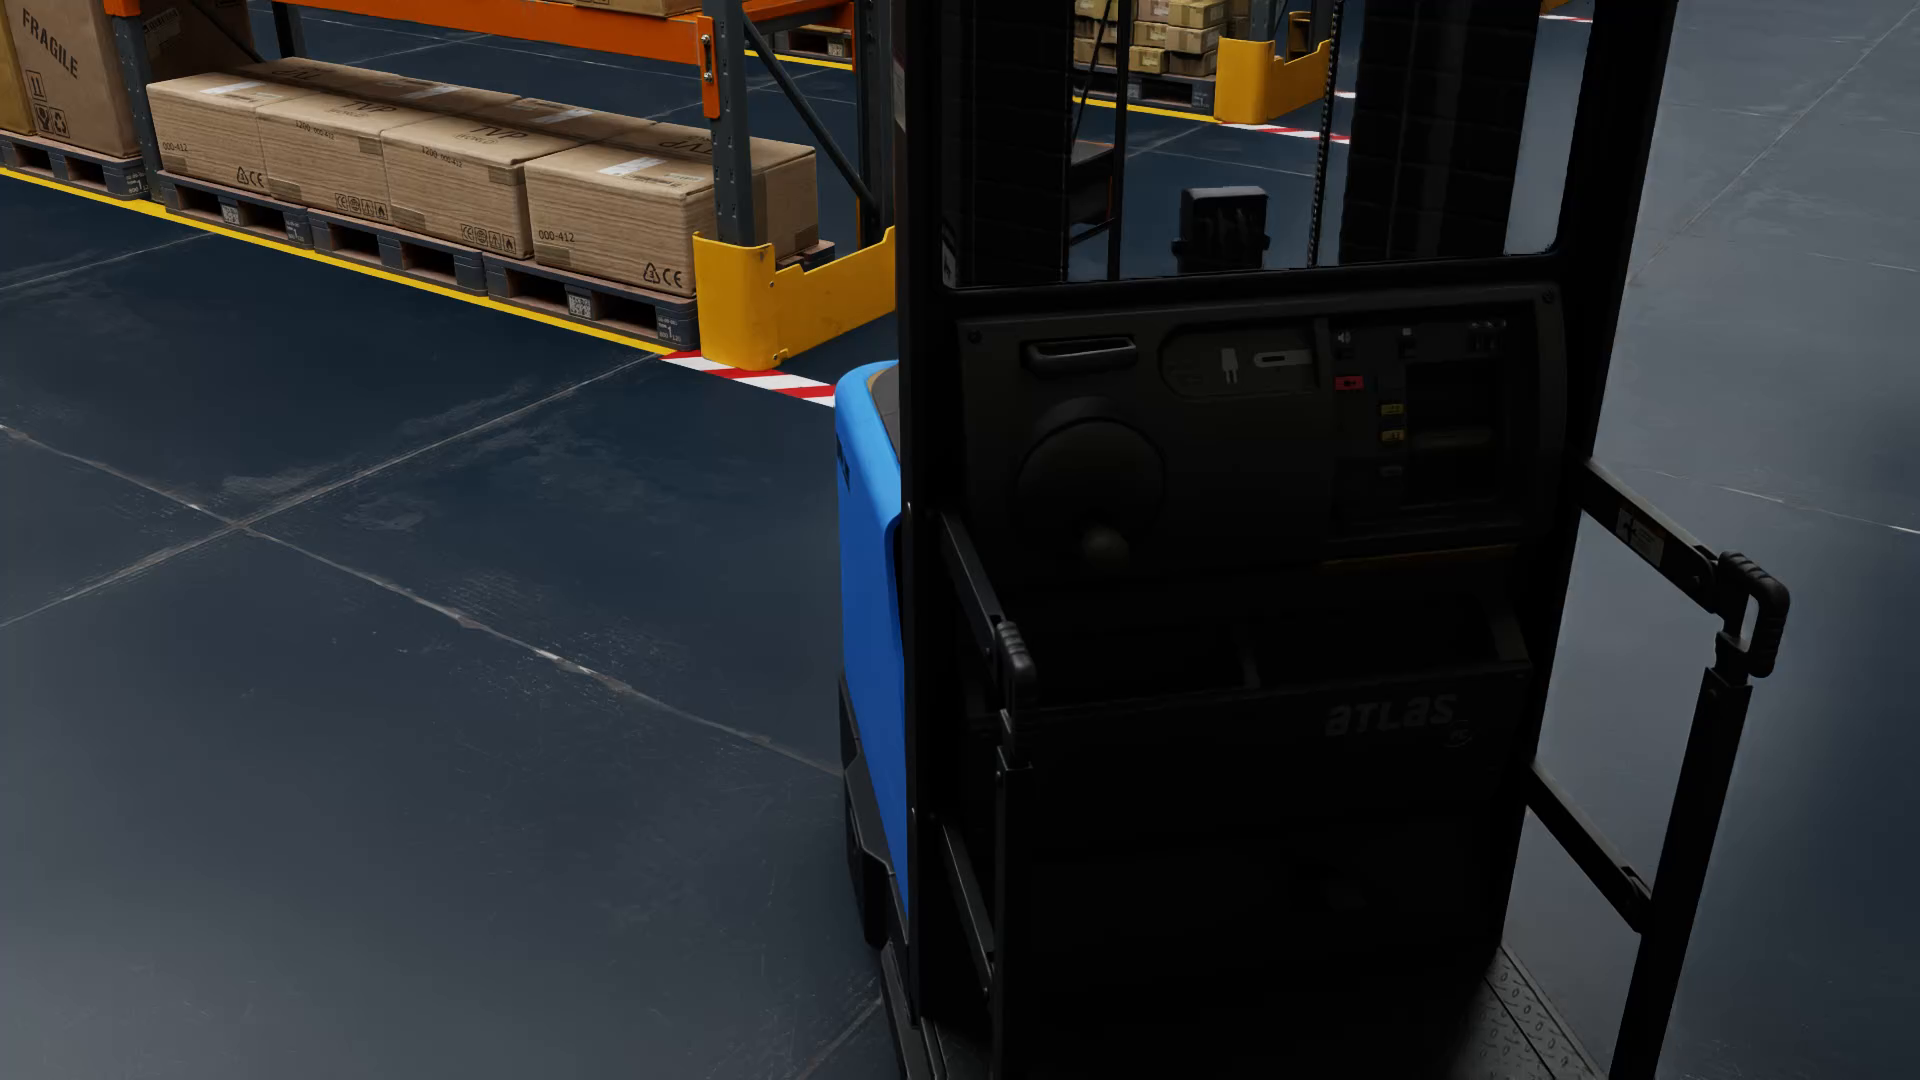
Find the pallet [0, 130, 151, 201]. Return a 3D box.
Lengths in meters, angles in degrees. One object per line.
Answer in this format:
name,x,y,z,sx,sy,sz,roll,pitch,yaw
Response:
pallet,-4.593,-2.212,9.364,1.213,0.211,1.003,17,32,30

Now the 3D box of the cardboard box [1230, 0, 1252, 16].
cardboard box,1.863,-3.577,10.997,0.250,0.149,0.380,16,31,28

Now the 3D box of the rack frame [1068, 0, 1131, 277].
rack frame,0.338,-0.831,4.567,0.015,2.100,0.400,17,32,30

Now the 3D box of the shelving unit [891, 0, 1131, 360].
shelving unit,0.136,-0.893,4.690,0.503,2.100,0.431,17,32,30

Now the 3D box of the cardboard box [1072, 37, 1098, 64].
cardboard box,0.901,-3.295,11.097,0.250,0.149,0.380,18,32,31

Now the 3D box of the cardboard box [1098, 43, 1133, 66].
cardboard box,1.112,-3.236,10.982,0.250,0.149,0.380,17,32,30

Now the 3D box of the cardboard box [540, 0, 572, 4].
cardboard box,-1.570,-2.462,6.670,0.500,0.500,0.500,17,31,29

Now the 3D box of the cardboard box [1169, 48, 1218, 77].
cardboard box,1.550,-3.108,10.730,0.250,0.149,0.380,18,32,31

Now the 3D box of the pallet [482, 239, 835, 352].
pallet,-1.321,-1.191,7.357,1.213,0.211,1.003,17,32,30

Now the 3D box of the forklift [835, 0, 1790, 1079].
forklift,0.501,-0.127,2.269,1.130,2.935,3.031,-5,27,-10

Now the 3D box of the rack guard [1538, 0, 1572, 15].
rack guard,5.013,-4.842,14.214,0.348,0.500,1.175,17,32,30

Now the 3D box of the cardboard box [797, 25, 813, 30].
cardboard box,-1.077,-3.864,12.216,0.250,0.149,0.380,16,31,28

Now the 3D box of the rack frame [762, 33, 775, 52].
rack frame,-1.195,-5.161,12.085,0.127,3.000,1.000,17,32,30

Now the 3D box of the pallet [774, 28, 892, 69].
pallet,-0.621,-3.759,12.404,1.213,0.211,1.003,17,32,30

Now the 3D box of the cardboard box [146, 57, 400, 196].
cardboard box,-3.458,-2.129,8.488,0.875,0.438,0.875,17,31,30

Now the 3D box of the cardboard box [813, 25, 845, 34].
cardboard box,-0.858,-3.796,12.082,0.250,0.149,0.380,18,32,32

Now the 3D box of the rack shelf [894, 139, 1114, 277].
rack shelf,0.136,-0.881,4.696,0.480,0.518,0.431,17,32,30

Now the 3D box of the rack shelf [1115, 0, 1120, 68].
rack shelf,0.136,-1.505,4.379,0.480,0.518,0.431,17,32,30

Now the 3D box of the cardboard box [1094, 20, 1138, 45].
cardboard box,1.076,-3.345,10.868,0.250,0.149,0.380,16,31,28

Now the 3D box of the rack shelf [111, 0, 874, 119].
rack shelf,-2.266,-2.451,7.551,4.000,0.370,1.077,17,32,30

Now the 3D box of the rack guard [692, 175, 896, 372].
rack guard,-0.597,-1.137,6.934,0.348,0.500,1.175,17,32,30

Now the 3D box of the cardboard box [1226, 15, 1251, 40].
cardboard box,1.816,-3.414,11.003,0.250,0.149,0.380,19,32,32

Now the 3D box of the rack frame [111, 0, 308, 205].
rack frame,-3.914,-3.285,8.397,0.127,3.000,1.000,17,32,30

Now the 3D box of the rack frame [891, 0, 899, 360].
rack frame,-0.065,-0.956,4.813,0.015,2.100,0.400,17,32,30

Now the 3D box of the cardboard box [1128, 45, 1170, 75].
cardboard box,1.281,-3.136,10.786,0.250,0.149,0.380,18,32,32

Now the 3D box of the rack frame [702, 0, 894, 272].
rack frame,-0.617,-2.258,6.379,0.127,3.000,1.000,17,32,30

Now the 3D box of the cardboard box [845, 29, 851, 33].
cardboard box,-0.623,-3.752,11.995,0.250,0.149,0.380,17,32,30

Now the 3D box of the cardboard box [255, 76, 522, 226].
cardboard box,-2.719,-1.899,8.036,0.875,0.438,0.875,16,31,29

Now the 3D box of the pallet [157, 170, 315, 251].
pallet,-3.332,-1.817,8.589,1.213,0.211,1.003,17,32,30

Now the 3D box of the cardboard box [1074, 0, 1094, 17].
cardboard box,0.885,-3.552,10.947,0.250,0.149,0.380,16,31,28

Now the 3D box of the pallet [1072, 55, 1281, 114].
pallet,1.390,-3.133,11.173,1.213,0.211,1.003,17,32,30

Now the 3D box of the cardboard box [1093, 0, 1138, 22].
cardboard box,1.062,-3.462,10.770,0.250,0.149,0.380,17,31,29

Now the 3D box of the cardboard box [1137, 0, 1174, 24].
cardboard box,1.348,-3.443,10.733,0.250,0.149,0.380,18,32,31

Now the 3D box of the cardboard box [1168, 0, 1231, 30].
cardboard box,1.522,-3.357,10.564,0.250,0.149,0.380,18,32,31

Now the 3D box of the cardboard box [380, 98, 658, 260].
cardboard box,-1.977,-1.667,7.580,0.875,0.438,0.875,18,32,32

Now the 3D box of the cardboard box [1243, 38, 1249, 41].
cardboard box,1.851,-3.305,11.117,0.250,0.149,0.380,18,32,31

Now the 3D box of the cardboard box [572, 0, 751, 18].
cardboard box,-1.165,-2.327,6.405,0.500,0.500,0.500,18,32,31

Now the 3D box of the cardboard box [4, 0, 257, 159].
cardboard box,-4.471,-2.654,9.038,0.875,0.875,0.875,18,32,32

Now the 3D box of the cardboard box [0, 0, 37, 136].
cardboard box,-5.220,-2.883,9.488,0.875,0.875,0.875,18,32,32

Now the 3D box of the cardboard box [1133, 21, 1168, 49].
cardboard box,1.320,-3.299,10.778,0.250,0.149,0.380,16,31,29

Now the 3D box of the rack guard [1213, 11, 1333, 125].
rack guard,2.039,-3.040,10.672,0.348,0.500,1.175,17,32,30

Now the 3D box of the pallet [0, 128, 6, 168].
pallet,-5.603,-2.525,9.979,1.213,0.211,1.003,17,32,30

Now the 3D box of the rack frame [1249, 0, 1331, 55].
rack frame,2.102,-4.134,10.066,0.127,3.000,1.000,17,32,30

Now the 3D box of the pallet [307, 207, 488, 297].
pallet,-2.322,-1.504,7.974,1.213,0.211,1.003,17,32,30

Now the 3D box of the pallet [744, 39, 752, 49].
pallet,-1.838,-4.118,13.109,1.213,0.211,1.003,17,32,30

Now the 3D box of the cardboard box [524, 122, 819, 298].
cardboard box,-1.218,-1.435,7.124,0.875,0.438,0.875,16,31,29

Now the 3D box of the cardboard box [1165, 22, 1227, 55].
cardboard box,1.505,-3.212,10.607,0.250,0.149,0.380,16,31,29

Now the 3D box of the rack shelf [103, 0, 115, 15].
rack shelf,-5.563,-3.478,9.570,4.000,0.370,1.077,17,32,30

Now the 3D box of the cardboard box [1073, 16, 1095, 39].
cardboard box,0.913,-3.452,11.079,0.250,0.149,0.380,17,31,30
